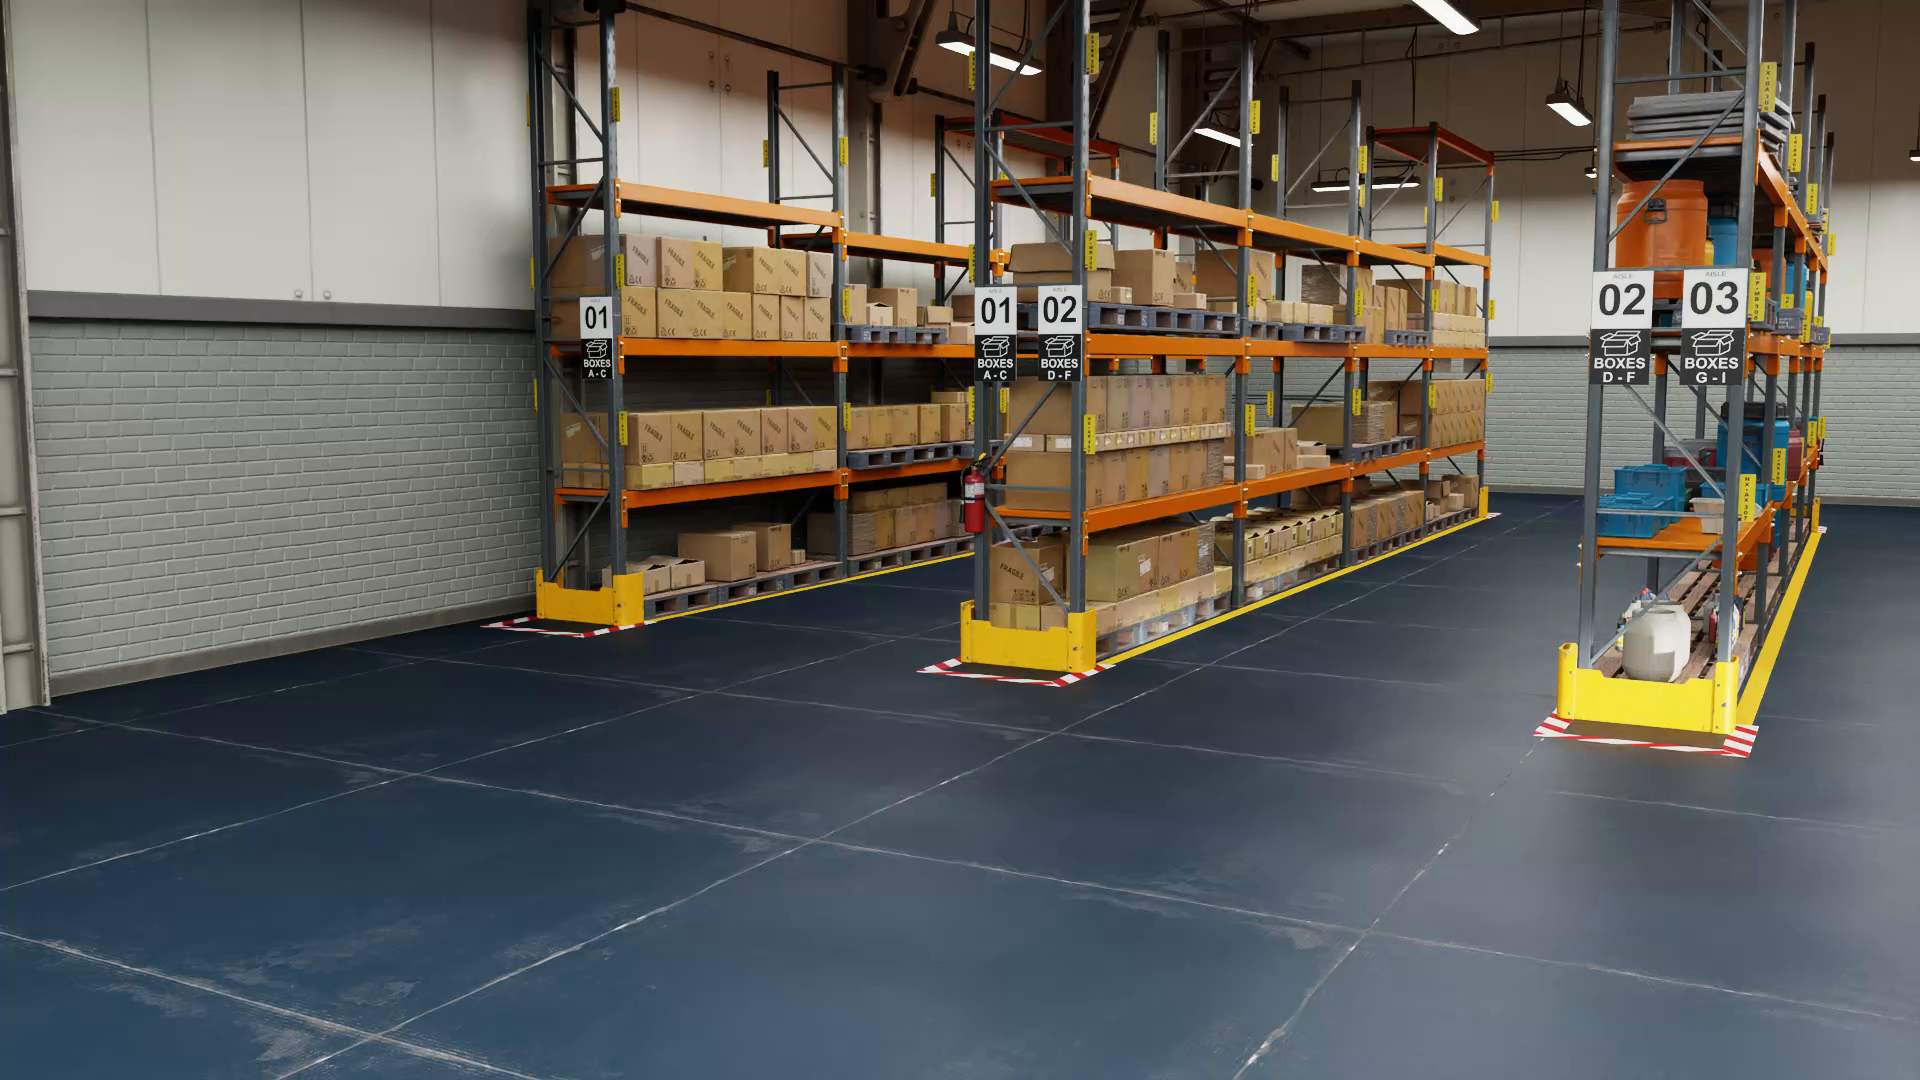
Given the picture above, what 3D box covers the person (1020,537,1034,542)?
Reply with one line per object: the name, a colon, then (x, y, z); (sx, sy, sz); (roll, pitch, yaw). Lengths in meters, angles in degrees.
person: (0.579, 0.379, 17.420); (0.503, 0.728, 0.879); (3, 7, 28)
